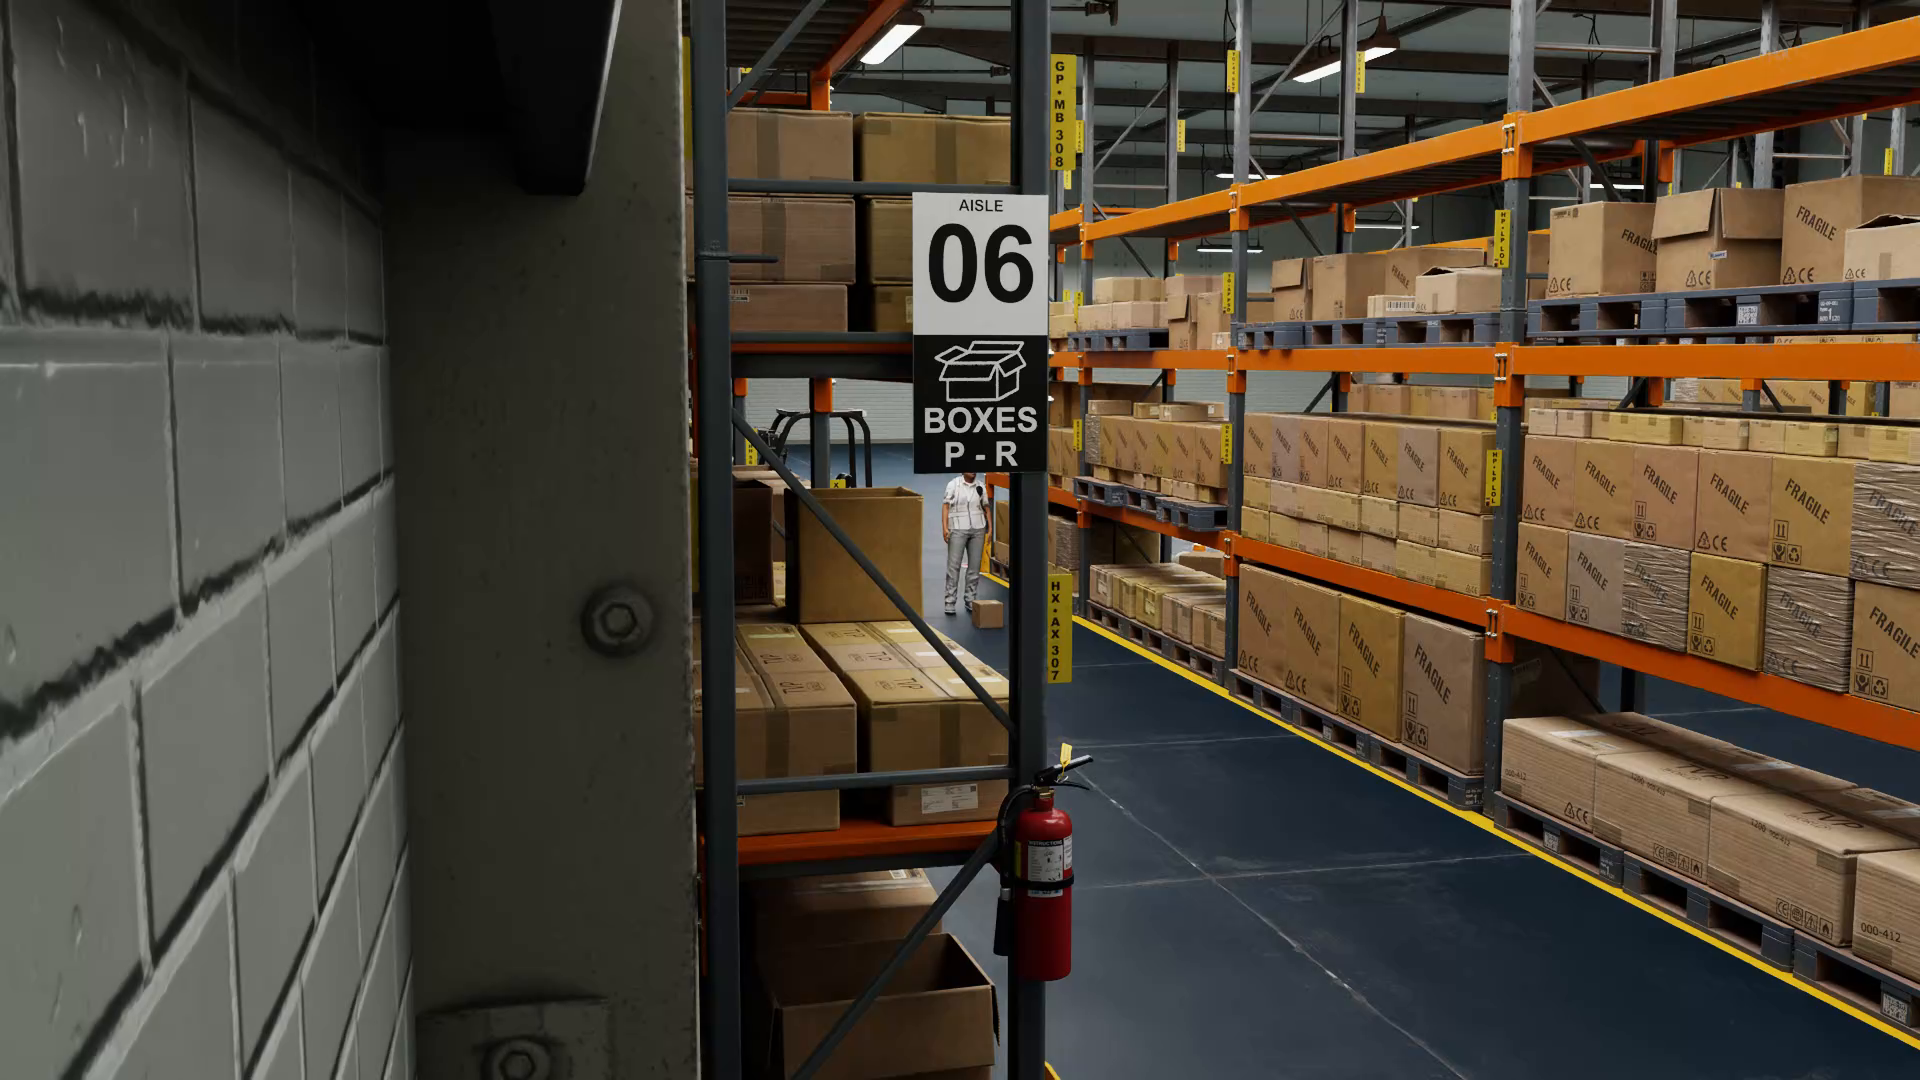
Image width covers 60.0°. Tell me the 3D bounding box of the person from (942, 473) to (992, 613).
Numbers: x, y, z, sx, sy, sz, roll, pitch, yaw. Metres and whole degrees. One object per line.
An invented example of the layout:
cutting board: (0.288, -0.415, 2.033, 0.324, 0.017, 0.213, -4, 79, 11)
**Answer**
person: (0.079, -0.068, 18.055, 0.598, 1.670, 0.526, -2, 6, -15)
